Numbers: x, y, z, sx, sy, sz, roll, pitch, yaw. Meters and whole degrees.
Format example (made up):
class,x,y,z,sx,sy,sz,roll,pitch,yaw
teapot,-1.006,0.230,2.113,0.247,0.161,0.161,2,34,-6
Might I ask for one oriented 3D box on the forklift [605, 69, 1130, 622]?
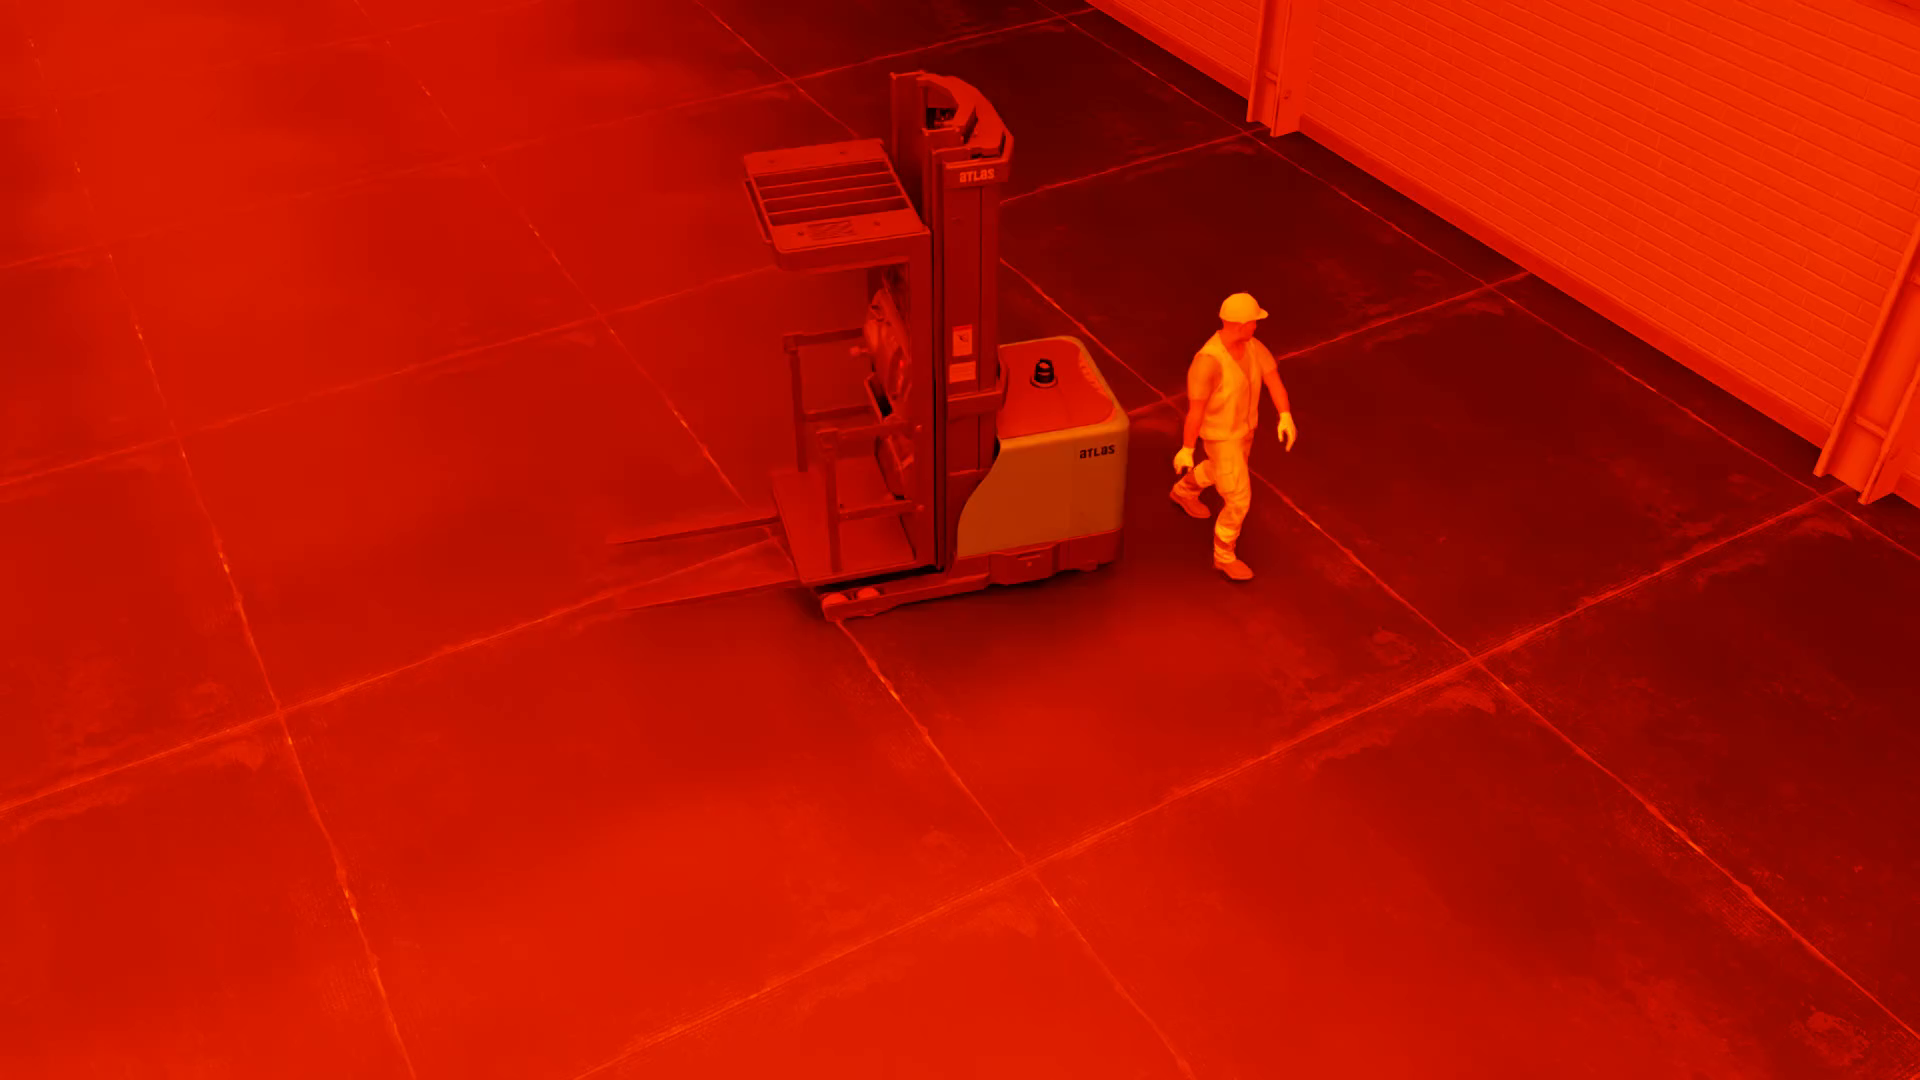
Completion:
class,x,y,z,sx,sy,sz,roll,pitch,yaw
forklift,-0.588,-1.023,9.270,3.031,2.935,1.130,-10,41,-12

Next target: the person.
class,x,y,z,sx,sy,sz,roll,pitch,yaw
person,1.552,-0.624,9.771,0.844,1.697,0.713,25,46,27
